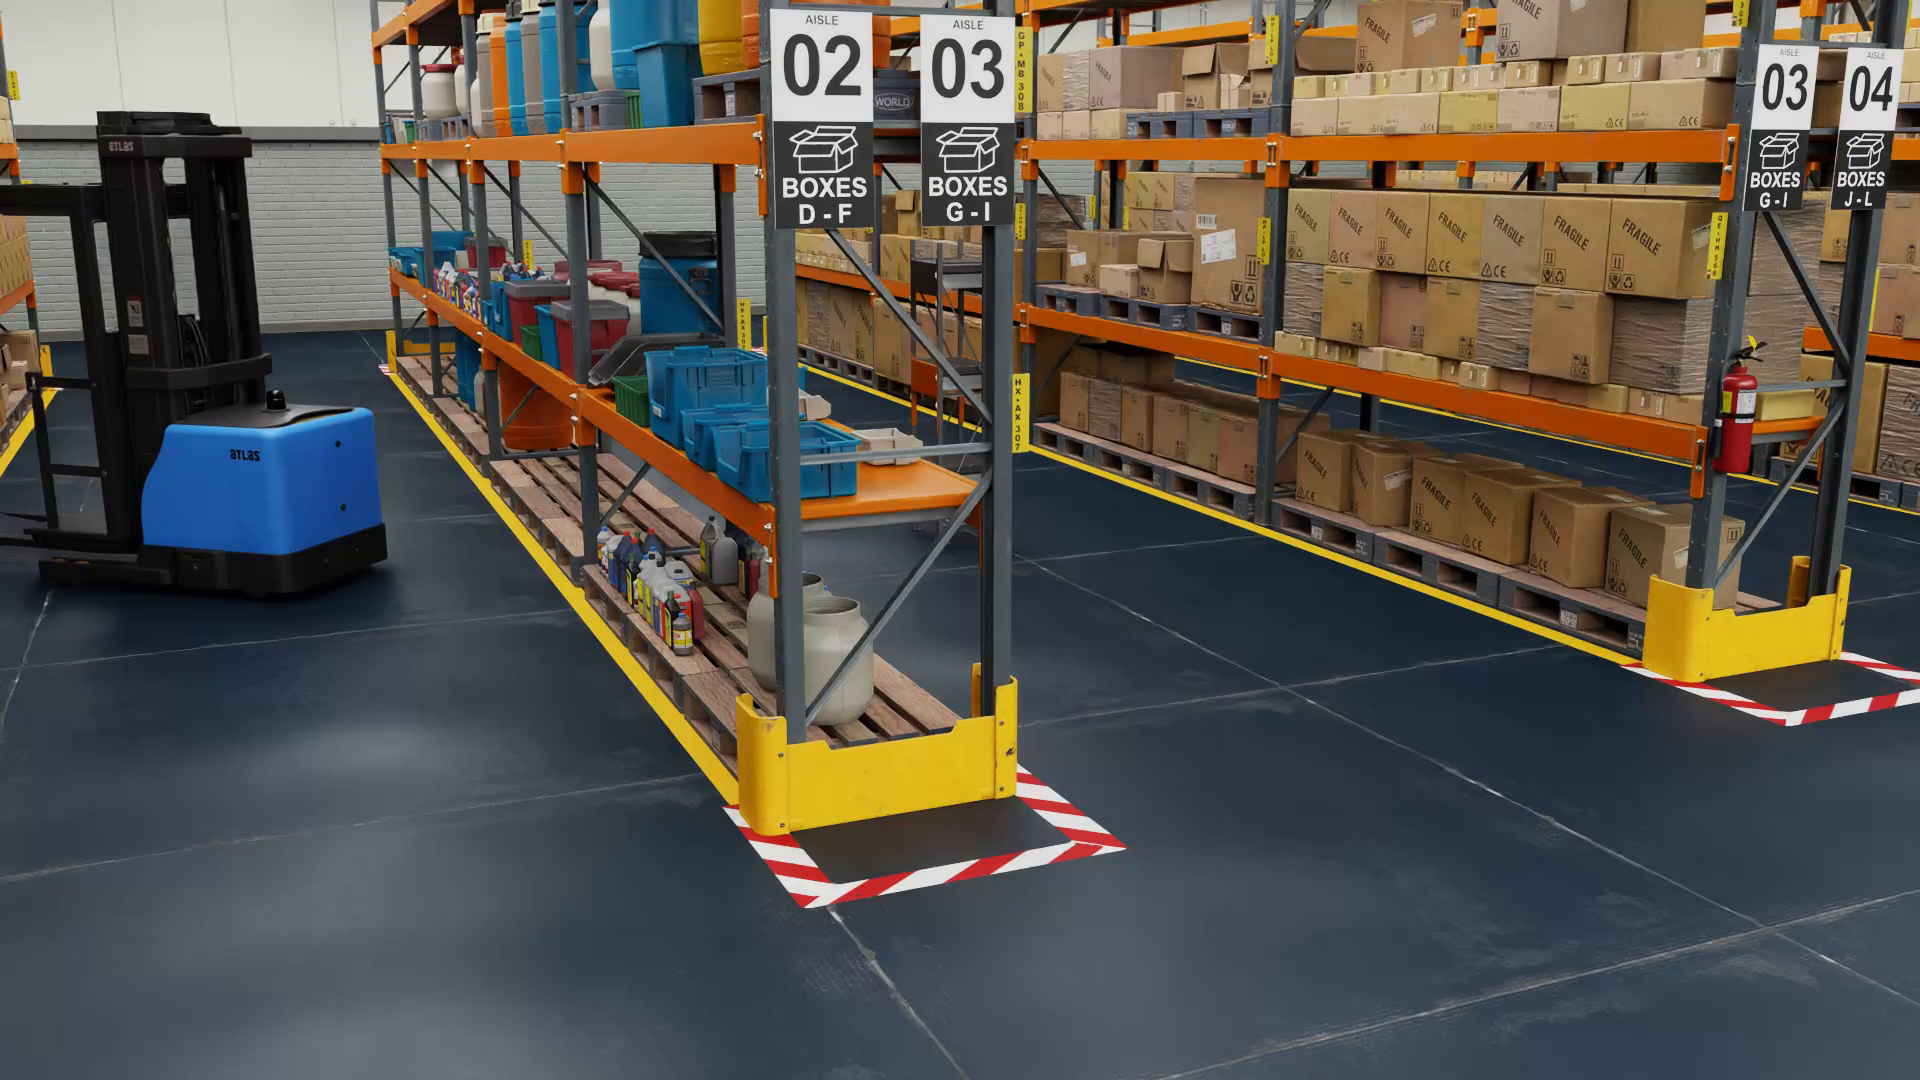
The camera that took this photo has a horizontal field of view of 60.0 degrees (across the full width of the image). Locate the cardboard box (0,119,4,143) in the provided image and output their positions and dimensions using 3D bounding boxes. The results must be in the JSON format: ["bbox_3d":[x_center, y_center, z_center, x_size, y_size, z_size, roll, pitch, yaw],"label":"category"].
[{"bbox_3d":[-10.366,-4.297,17.465,0.500,0.250,0.500,-6,14,-23],"label":"cardboard box"}]

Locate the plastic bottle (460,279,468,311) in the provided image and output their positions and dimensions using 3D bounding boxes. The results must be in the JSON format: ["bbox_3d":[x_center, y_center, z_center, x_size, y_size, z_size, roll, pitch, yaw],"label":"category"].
[{"bbox_3d":[-4.482,-2.216,15.050,0.061,0.283,0.133,-6,14,-23],"label":"plastic bottle"}]

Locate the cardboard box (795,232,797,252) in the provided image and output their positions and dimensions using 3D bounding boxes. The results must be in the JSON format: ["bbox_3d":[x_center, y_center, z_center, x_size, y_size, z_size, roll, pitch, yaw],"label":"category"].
[{"bbox_3d":[-1.978,-3.933,21.885,0.500,0.250,0.500,-6,14,-24],"label":"cardboard box"}]

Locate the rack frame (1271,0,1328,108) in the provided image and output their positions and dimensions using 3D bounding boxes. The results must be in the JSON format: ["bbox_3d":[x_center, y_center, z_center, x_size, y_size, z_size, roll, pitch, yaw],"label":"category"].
[{"bbox_3d":[2.670,-4.535,11.508,1.000,3.000,0.127,-6,14,-23],"label":"rack frame"}]

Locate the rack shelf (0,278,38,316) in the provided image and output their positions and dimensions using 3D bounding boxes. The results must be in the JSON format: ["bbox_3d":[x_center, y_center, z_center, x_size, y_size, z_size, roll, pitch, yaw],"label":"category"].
[{"bbox_3d":[-10.414,-2.434,17.330,1.077,0.370,4.000,-6,14,-23],"label":"rack shelf"}]

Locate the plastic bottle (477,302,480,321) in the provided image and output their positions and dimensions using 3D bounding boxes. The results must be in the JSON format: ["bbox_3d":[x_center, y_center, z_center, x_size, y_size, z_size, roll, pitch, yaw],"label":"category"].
[{"bbox_3d":[-4.053,-1.965,14.150,0.097,0.201,0.097,0,13,0],"label":"plastic bottle"}]

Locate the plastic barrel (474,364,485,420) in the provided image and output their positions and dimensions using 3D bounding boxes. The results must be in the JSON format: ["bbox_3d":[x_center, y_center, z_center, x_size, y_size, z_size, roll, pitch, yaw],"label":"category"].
[{"bbox_3d":[-4.443,-1.426,15.963,0.421,0.512,0.421,0,13,0],"label":"plastic barrel"}]

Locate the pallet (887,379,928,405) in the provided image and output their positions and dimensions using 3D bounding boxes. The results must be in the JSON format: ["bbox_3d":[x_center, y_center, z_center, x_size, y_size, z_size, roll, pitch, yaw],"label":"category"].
[{"bbox_3d":[-0.157,-1.754,18.981,1.003,0.211,1.213,-6,14,-23],"label":"pallet"}]

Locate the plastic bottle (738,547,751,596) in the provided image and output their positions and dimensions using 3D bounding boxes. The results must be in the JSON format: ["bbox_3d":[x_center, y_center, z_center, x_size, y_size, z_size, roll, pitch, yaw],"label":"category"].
[{"bbox_3d":[-1.224,0.172,9.523,0.061,0.283,0.133,-6,14,-23],"label":"plastic bottle"}]

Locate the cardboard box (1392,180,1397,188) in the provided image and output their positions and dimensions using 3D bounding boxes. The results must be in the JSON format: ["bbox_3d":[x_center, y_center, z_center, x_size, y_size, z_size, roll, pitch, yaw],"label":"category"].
[{"bbox_3d":[6.874,-5.398,26.100,0.500,0.500,0.500,-6,14,-24],"label":"cardboard box"}]

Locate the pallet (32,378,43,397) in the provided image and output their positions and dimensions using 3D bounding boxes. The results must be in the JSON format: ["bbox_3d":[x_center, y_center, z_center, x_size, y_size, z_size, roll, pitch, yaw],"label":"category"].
[{"bbox_3d":[-10.865,-1.659,18.569,1.003,0.211,1.213,-6,14,-23],"label":"pallet"}]

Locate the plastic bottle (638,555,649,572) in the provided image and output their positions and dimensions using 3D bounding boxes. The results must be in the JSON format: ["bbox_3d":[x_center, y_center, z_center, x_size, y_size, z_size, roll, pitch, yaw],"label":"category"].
[{"bbox_3d":[-1.756,0.220,9.342,0.097,0.271,0.097,0,13,0],"label":"plastic bottle"}]

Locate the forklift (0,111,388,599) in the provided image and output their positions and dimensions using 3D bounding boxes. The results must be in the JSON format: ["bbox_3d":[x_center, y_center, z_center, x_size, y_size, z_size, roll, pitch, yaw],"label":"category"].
[{"bbox_3d":[-5.371,-1.239,10.723,3.031,2.935,1.130,4,14,17],"label":"forklift"}]

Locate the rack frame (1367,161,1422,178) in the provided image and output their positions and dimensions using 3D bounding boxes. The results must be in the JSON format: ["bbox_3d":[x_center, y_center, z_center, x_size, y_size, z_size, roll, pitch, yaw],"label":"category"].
[{"bbox_3d":[6.943,-4.987,26.764,1.000,3.000,0.127,-6,14,-23],"label":"rack frame"}]

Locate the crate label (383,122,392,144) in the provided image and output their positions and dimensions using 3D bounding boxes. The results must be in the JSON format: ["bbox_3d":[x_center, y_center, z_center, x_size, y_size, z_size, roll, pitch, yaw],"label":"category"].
[{"bbox_3d":[-6.602,-4.813,19.693,0.408,0.251,0.502,-6,14,-23],"label":"crate label"}]

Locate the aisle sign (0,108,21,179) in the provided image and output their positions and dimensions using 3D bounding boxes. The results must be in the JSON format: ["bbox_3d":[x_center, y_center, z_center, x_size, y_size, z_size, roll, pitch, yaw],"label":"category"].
[{"bbox_3d":[-10.962,-4.506,18.921,0.394,0.787,0.004,-6,14,-23],"label":"aisle sign"}]

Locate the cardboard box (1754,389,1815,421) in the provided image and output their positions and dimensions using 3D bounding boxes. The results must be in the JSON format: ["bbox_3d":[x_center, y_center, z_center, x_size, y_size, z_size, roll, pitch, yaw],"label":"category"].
[{"bbox_3d":[4.376,-0.744,8.990,0.380,0.149,0.250,-6,14,-23],"label":"cardboard box"}]

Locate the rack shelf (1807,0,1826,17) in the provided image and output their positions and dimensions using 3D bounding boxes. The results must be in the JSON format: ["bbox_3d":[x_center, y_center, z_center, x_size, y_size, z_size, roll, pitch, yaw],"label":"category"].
[{"bbox_3d":[8.056,-4.004,11.695,1.077,0.370,4.000,-6,14,-23],"label":"rack shelf"}]

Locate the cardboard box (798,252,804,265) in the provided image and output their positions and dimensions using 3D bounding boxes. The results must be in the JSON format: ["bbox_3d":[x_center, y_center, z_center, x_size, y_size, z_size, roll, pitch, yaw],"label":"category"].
[{"bbox_3d":[-1.884,-3.654,21.563,0.380,0.149,0.250,-6,14,-24],"label":"cardboard box"}]

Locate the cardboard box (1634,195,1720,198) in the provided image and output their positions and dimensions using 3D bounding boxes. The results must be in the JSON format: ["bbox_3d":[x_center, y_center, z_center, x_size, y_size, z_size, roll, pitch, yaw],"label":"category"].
[{"bbox_3d":[4.108,-1.709,9.503,0.500,0.500,0.500,-6,14,-23],"label":"cardboard box"}]

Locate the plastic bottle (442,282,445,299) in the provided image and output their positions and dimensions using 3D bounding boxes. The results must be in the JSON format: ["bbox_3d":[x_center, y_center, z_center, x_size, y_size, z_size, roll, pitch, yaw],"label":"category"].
[{"bbox_3d":[-5.030,-2.469,16.326,0.097,0.201,0.097,0,13,0],"label":"plastic bottle"}]

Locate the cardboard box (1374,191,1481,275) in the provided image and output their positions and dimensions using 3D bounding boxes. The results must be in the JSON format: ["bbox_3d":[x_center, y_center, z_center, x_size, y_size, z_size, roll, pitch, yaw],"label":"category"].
[{"bbox_3d":[3.019,-1.971,10.634,0.500,0.500,0.500,-6,14,-23],"label":"cardboard box"}]

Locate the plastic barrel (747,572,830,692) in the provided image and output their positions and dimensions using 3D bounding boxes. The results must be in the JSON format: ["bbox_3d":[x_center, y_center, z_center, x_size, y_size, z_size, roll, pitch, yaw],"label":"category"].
[{"bbox_3d":[-0.801,0.436,7.919,0.421,0.512,0.421,0,13,0],"label":"plastic barrel"}]

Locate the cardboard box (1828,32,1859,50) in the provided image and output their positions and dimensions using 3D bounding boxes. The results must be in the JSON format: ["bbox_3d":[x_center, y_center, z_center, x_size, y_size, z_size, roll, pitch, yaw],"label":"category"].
[{"bbox_3d":[7.089,-3.914,13.114,0.380,0.149,0.250,-5,14,-22],"label":"cardboard box"}]

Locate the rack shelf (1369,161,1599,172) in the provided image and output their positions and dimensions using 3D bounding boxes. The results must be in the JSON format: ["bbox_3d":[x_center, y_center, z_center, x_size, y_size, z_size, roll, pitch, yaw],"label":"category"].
[{"bbox_3d":[7.744,-5.685,24.722,1.077,0.370,4.000,-6,14,-23],"label":"rack shelf"}]

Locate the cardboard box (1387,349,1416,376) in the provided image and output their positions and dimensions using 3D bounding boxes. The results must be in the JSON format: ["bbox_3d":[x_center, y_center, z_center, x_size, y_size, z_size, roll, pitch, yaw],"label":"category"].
[{"bbox_3d":[3.004,-1.163,10.797,0.380,0.149,0.250,-6,14,-23],"label":"cardboard box"}]

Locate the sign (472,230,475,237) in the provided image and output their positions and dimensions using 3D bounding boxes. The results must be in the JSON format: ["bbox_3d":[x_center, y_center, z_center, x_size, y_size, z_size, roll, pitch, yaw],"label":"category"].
[{"bbox_3d":[-6.178,-3.777,21.174,0.100,0.325,0.005,-6,14,-23],"label":"sign"}]

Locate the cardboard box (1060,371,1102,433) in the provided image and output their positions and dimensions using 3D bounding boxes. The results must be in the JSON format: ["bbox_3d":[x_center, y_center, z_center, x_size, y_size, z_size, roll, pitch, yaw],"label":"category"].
[{"bbox_3d":[1.354,-1.299,15.397,0.700,0.500,0.500,-6,15,-26],"label":"cardboard box"}]

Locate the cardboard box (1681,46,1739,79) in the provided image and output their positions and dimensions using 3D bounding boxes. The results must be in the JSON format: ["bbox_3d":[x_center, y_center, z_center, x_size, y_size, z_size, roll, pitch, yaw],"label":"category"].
[{"bbox_3d":[3.875,-2.398,8.374,0.380,0.149,0.250,-6,14,-23],"label":"cardboard box"}]

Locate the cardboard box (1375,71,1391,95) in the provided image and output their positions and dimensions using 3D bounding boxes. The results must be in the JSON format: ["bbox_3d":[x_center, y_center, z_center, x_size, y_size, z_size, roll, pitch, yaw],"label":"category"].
[{"bbox_3d":[2.914,-2.946,10.744,0.380,0.149,0.250,-5,14,-21],"label":"cardboard box"}]

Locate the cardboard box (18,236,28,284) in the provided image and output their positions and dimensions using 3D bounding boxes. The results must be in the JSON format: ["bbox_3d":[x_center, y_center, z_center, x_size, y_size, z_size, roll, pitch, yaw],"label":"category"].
[{"bbox_3d":[-10.576,-3.072,18.267,0.500,0.500,0.500,-5,14,-22],"label":"cardboard box"}]

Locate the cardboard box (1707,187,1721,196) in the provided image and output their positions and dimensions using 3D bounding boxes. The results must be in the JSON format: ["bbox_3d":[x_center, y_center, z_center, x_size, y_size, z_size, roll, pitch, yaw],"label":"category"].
[{"bbox_3d":[9.488,-4.058,20.313,0.500,0.500,0.500,-5,14,-22],"label":"cardboard box"}]

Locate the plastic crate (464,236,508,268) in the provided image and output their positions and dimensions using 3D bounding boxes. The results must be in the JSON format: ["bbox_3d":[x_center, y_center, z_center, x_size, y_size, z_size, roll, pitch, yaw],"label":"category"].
[{"bbox_3d":[-5.201,-3.085,18.274,0.402,0.464,0.583,-6,14,-23],"label":"plastic crate"}]

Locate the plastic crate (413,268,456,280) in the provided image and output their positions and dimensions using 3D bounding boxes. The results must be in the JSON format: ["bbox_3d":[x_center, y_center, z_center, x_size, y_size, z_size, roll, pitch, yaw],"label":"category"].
[{"bbox_3d":[-5.768,-2.920,18.312,0.437,0.125,0.590,-6,14,-23],"label":"plastic crate"}]

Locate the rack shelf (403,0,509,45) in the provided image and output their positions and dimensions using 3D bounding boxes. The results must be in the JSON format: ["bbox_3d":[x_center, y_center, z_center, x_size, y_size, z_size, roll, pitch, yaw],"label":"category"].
[{"bbox_3d":[-4.272,-4.782,15.057,1.077,0.370,4.000,-6,14,-23],"label":"rack shelf"}]

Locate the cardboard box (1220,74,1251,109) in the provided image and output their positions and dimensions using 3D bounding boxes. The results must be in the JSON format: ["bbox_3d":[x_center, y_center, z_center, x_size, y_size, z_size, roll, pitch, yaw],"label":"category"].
[{"bbox_3d":[2.202,-3.398,12.614,0.396,0.266,0.258,-5,14,-21],"label":"cardboard box"}]

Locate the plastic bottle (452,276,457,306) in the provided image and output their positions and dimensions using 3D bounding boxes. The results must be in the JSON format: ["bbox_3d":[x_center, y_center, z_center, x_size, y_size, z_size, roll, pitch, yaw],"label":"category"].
[{"bbox_3d":[-4.713,-2.339,15.611,0.097,0.271,0.097,0,13,0],"label":"plastic bottle"}]

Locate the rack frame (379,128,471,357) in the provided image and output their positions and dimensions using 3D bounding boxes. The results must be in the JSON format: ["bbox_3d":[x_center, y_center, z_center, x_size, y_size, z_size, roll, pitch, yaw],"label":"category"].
[{"bbox_3d":[-6.675,-3.644,20.964,1.000,3.000,0.127,-6,14,-23],"label":"rack frame"}]

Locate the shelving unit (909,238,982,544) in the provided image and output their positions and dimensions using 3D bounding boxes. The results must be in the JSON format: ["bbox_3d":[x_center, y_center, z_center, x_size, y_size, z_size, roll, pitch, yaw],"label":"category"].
[{"bbox_3d":[-0.066,-1.057,11.781,0.431,2.100,0.503,-6,14,-23],"label":"shelving unit"}]

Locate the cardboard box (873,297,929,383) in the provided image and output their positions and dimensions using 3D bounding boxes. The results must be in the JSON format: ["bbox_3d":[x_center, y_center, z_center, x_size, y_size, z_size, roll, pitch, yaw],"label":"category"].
[{"bbox_3d":[-0.260,-2.304,18.955,1.225,0.875,0.875,-6,14,-23],"label":"cardboard box"}]

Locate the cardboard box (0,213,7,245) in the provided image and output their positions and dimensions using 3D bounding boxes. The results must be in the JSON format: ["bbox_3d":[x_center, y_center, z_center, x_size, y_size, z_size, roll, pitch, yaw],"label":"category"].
[{"bbox_3d":[-9.957,-3.243,16.789,0.500,0.500,0.500,-6,14,-25],"label":"cardboard box"}]

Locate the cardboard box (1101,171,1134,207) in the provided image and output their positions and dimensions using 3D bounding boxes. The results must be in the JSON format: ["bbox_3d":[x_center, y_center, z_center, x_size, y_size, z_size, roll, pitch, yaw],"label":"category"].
[{"bbox_3d":[2.385,-5.083,24.080,0.500,0.500,0.500,-6,14,-23],"label":"cardboard box"}]

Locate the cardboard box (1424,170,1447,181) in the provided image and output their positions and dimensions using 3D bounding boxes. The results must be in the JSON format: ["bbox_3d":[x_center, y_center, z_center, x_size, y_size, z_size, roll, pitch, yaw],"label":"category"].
[{"bbox_3d":[7.276,-5.526,25.217,0.380,0.149,0.250,-5,14,-22],"label":"cardboard box"}]

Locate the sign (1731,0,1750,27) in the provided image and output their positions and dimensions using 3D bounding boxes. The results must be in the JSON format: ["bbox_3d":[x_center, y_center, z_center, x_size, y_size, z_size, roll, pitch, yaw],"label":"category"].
[{"bbox_3d":[3.756,-2.633,7.977,0.100,0.325,0.005,-6,14,-23],"label":"sign"}]

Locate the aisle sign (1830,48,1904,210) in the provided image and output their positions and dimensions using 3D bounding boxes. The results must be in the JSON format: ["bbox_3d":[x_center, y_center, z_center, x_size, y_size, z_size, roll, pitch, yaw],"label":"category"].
[{"bbox_3d":[4.572,-2.067,8.383,0.394,0.787,0.004,-6,14,-23],"label":"aisle sign"}]

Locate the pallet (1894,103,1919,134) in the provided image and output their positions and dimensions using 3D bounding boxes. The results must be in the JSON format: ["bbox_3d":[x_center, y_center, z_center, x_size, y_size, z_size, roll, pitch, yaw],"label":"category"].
[{"bbox_3d":[7.573,-3.288,12.967,1.003,0.211,1.213,-6,14,-23],"label":"pallet"}]

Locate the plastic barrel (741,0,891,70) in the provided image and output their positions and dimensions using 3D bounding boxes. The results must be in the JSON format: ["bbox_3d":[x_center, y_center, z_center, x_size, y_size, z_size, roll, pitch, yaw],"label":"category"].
[{"bbox_3d":[-0.577,-2.303,6.631,0.600,0.830,0.708,-6,14,-23],"label":"plastic barrel"}]

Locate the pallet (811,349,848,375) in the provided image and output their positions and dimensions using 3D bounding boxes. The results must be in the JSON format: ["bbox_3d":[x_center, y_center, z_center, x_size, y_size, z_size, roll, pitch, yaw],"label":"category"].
[{"bbox_3d":[-1.260,-2.323,21.440,1.003,0.211,1.213,-6,14,-23],"label":"pallet"}]

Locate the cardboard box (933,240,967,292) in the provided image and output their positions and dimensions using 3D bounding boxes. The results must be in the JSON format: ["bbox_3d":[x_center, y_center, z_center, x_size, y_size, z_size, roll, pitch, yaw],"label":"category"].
[{"bbox_3d":[0.034,-2.883,17.452,0.500,0.500,0.500,-5,14,-22],"label":"cardboard box"}]

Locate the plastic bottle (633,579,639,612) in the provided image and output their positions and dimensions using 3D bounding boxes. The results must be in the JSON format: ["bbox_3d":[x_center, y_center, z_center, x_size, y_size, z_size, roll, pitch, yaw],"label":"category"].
[{"bbox_3d":[-1.758,0.288,9.205,0.097,0.201,0.097,0,13,0],"label":"plastic bottle"}]

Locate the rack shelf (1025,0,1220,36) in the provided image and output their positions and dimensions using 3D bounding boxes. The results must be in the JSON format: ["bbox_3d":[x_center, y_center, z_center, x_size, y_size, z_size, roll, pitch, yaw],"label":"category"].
[{"bbox_3d":[1.869,-4.403,13.420,1.077,0.370,4.000,-6,14,-23],"label":"rack shelf"}]

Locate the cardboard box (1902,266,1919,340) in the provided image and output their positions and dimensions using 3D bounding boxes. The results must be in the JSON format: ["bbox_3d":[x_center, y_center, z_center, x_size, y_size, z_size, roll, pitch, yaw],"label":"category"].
[{"bbox_3d":[7.763,-1.804,12.678,0.875,0.550,0.550,-6,14,-23],"label":"cardboard box"}]

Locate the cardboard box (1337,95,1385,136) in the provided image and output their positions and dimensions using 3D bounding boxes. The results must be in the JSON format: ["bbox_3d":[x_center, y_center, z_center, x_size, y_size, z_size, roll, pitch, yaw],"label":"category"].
[{"bbox_3d":[2.832,-2.776,10.891,0.500,0.250,0.500,-6,14,-23],"label":"cardboard box"}]

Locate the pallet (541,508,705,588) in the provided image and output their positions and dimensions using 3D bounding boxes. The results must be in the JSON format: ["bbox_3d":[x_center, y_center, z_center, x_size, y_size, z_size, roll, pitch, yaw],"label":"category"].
[{"bbox_3d":[-2.219,0.035,11.252,1.003,0.211,1.213,-6,14,-23],"label":"pallet"}]

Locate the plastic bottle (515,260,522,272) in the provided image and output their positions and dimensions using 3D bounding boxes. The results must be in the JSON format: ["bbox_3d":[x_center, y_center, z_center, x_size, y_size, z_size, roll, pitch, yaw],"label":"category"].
[{"bbox_3d":[-4.405,-2.634,16.706,0.144,0.351,0.185,-6,14,-23],"label":"plastic bottle"}]

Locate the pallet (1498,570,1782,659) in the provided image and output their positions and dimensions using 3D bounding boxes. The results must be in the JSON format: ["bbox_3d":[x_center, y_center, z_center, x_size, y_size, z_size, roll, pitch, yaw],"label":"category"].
[{"bbox_3d":[3.949,0.386,9.735,1.003,0.211,1.213,-6,14,-23],"label":"pallet"}]
